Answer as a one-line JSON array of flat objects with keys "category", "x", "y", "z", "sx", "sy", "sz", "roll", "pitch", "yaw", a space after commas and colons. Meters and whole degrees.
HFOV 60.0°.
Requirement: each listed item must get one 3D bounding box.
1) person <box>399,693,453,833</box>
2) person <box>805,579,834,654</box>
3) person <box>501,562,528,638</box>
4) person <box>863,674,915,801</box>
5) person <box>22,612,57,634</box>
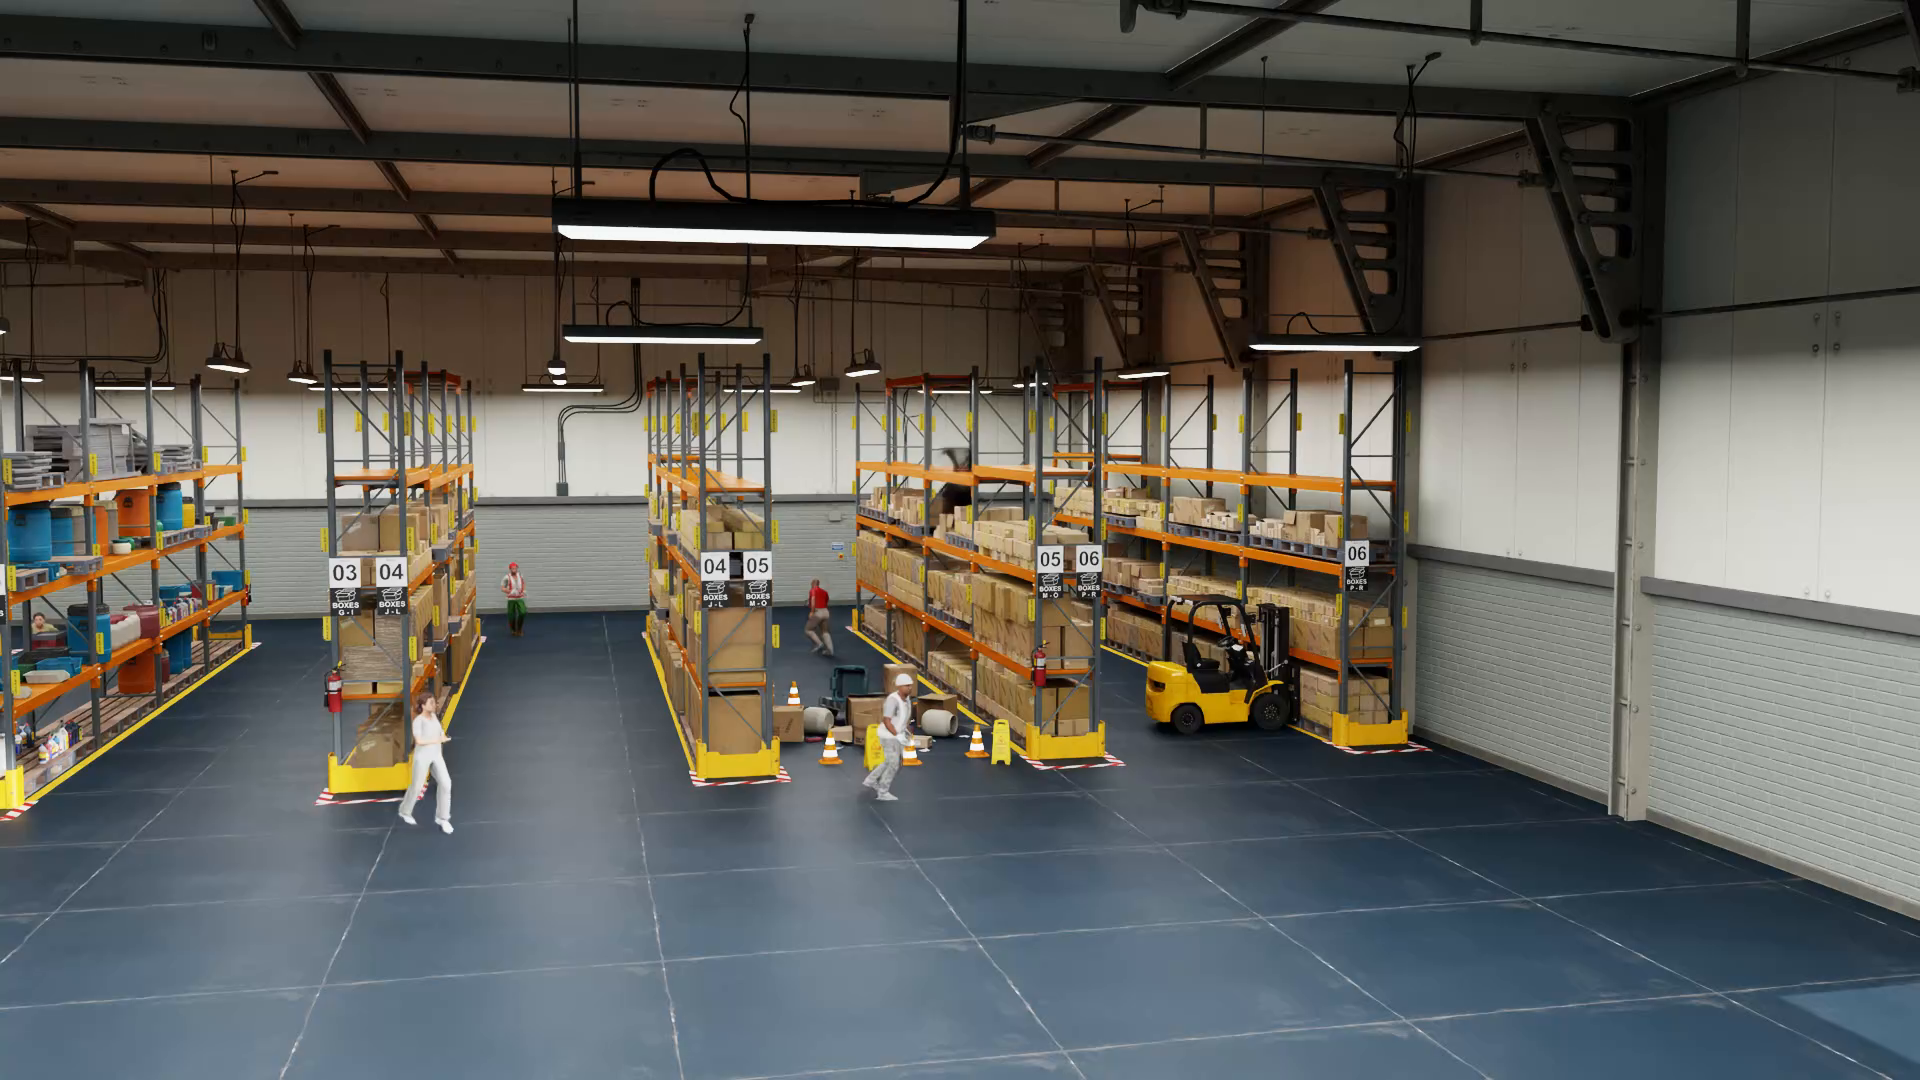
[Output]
[{"category": "person", "x": -6.594, "y": 2.732, "z": 20.490, "sx": 0.854, "sy": 1.718, "sz": 0.511, "roll": 2, "pitch": 5, "yaw": 30}, {"category": "person", "x": -3.100, "y": 1.660, "z": 36.255, "sx": 0.674, "sy": 1.615, "sz": 0.910, "roll": -4, "pitch": 5, "yaw": -43}, {"category": "person", "x": -10.443, "y": 1.410, "z": 39.038, "sx": 0.662, "sy": 1.789, "sz": 0.733, "roll": -2, "pitch": 5, "yaw": -31}, {"category": "person", "x": -0.955, "y": 2.614, "z": 22.106, "sx": 0.785, "sy": 1.716, "sz": 0.653, "roll": 1, "pitch": 4, "yaw": 16}, {"category": "person", "x": -16.823, "y": 2.100, "z": 30.508, "sx": 0.603, "sy": 1.627, "sz": 0.985, "roll": -1, "pitch": 4, "yaw": -15}]
